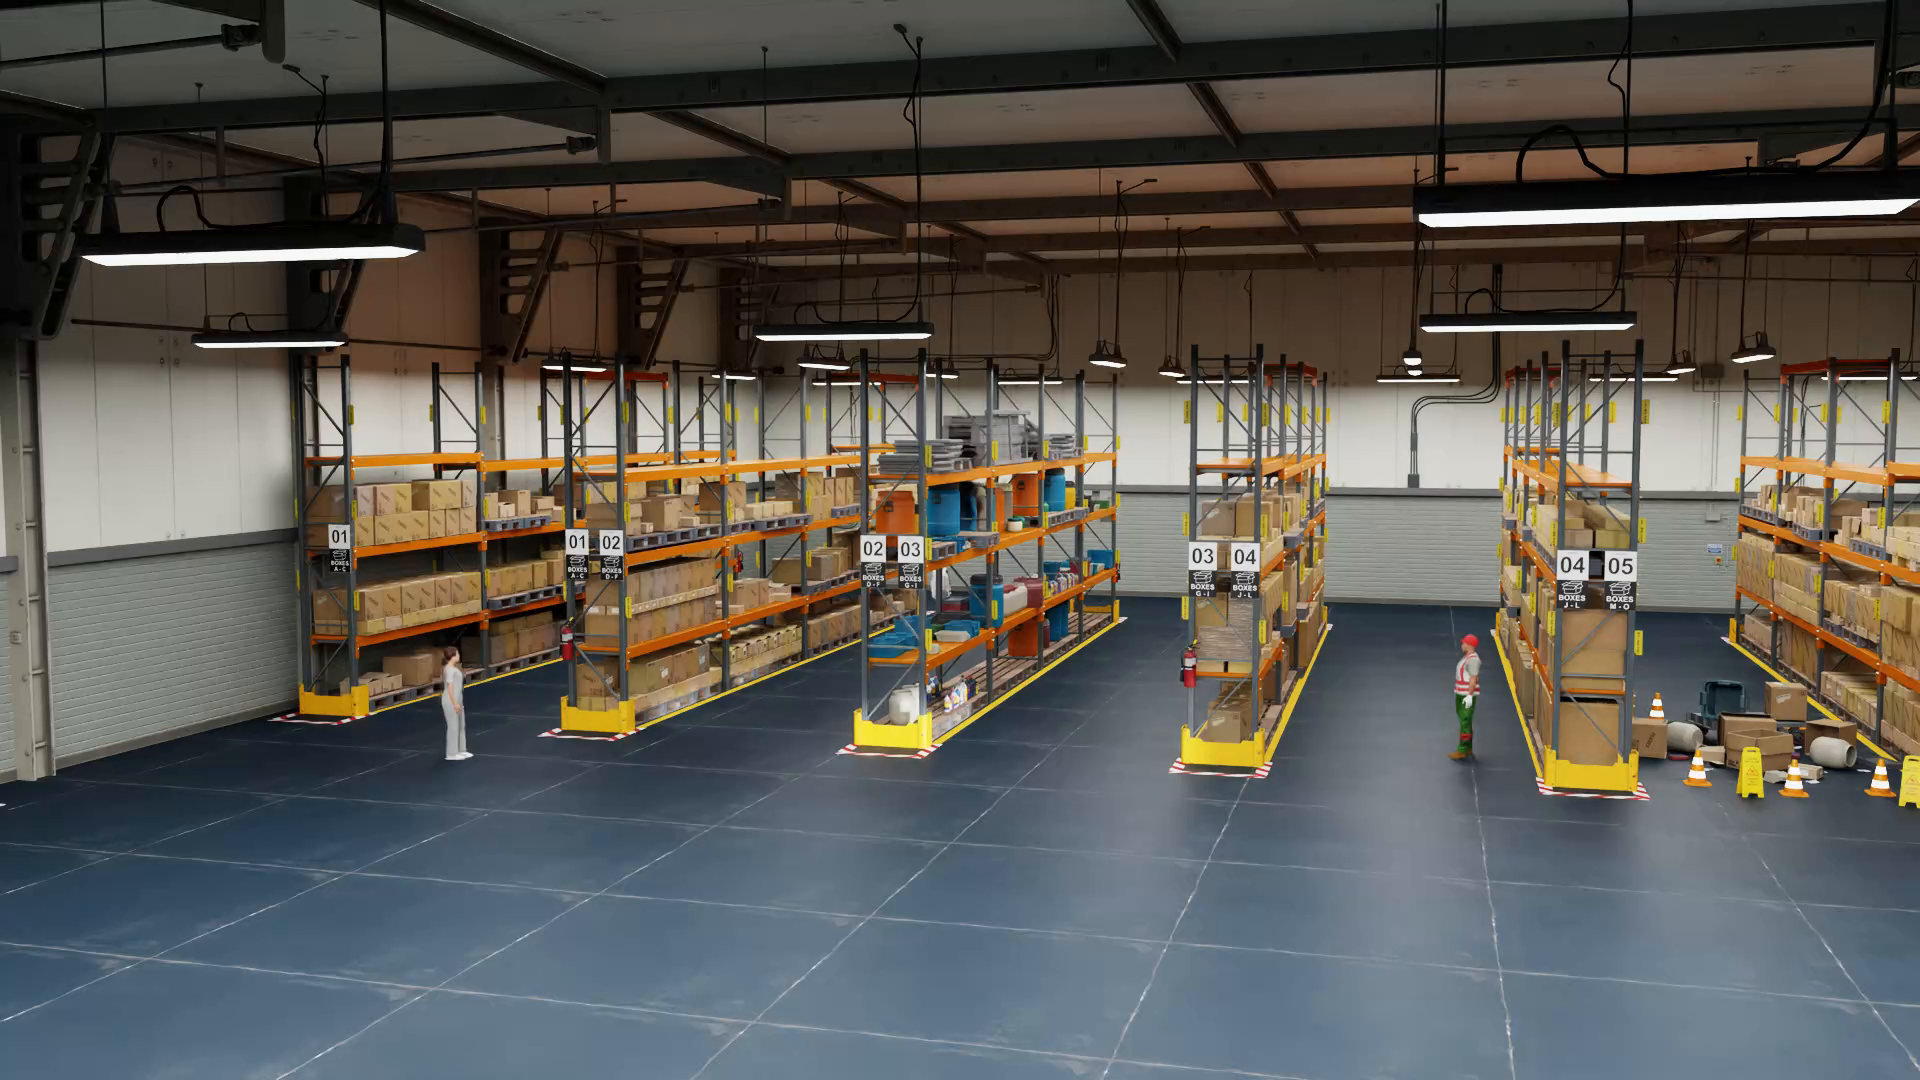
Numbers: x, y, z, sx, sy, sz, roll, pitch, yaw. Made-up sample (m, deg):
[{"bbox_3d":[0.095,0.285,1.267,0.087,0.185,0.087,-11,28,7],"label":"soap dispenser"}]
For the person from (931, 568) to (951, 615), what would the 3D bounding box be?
[{"bbox_3d":[-0.395,1.225,39.249,0.538,1.688,0.521,4,6,42],"label":"person"}]

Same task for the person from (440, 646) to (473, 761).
[{"bbox_3d":[-7.330,2.369,24.162,0.368,1.671,0.506,0,4,4],"label":"person"}]

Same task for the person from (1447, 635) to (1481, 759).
[{"bbox_3d":[7.350,2.282,24.409,0.599,1.789,0.546,-1,4,-12],"label":"person"}]
